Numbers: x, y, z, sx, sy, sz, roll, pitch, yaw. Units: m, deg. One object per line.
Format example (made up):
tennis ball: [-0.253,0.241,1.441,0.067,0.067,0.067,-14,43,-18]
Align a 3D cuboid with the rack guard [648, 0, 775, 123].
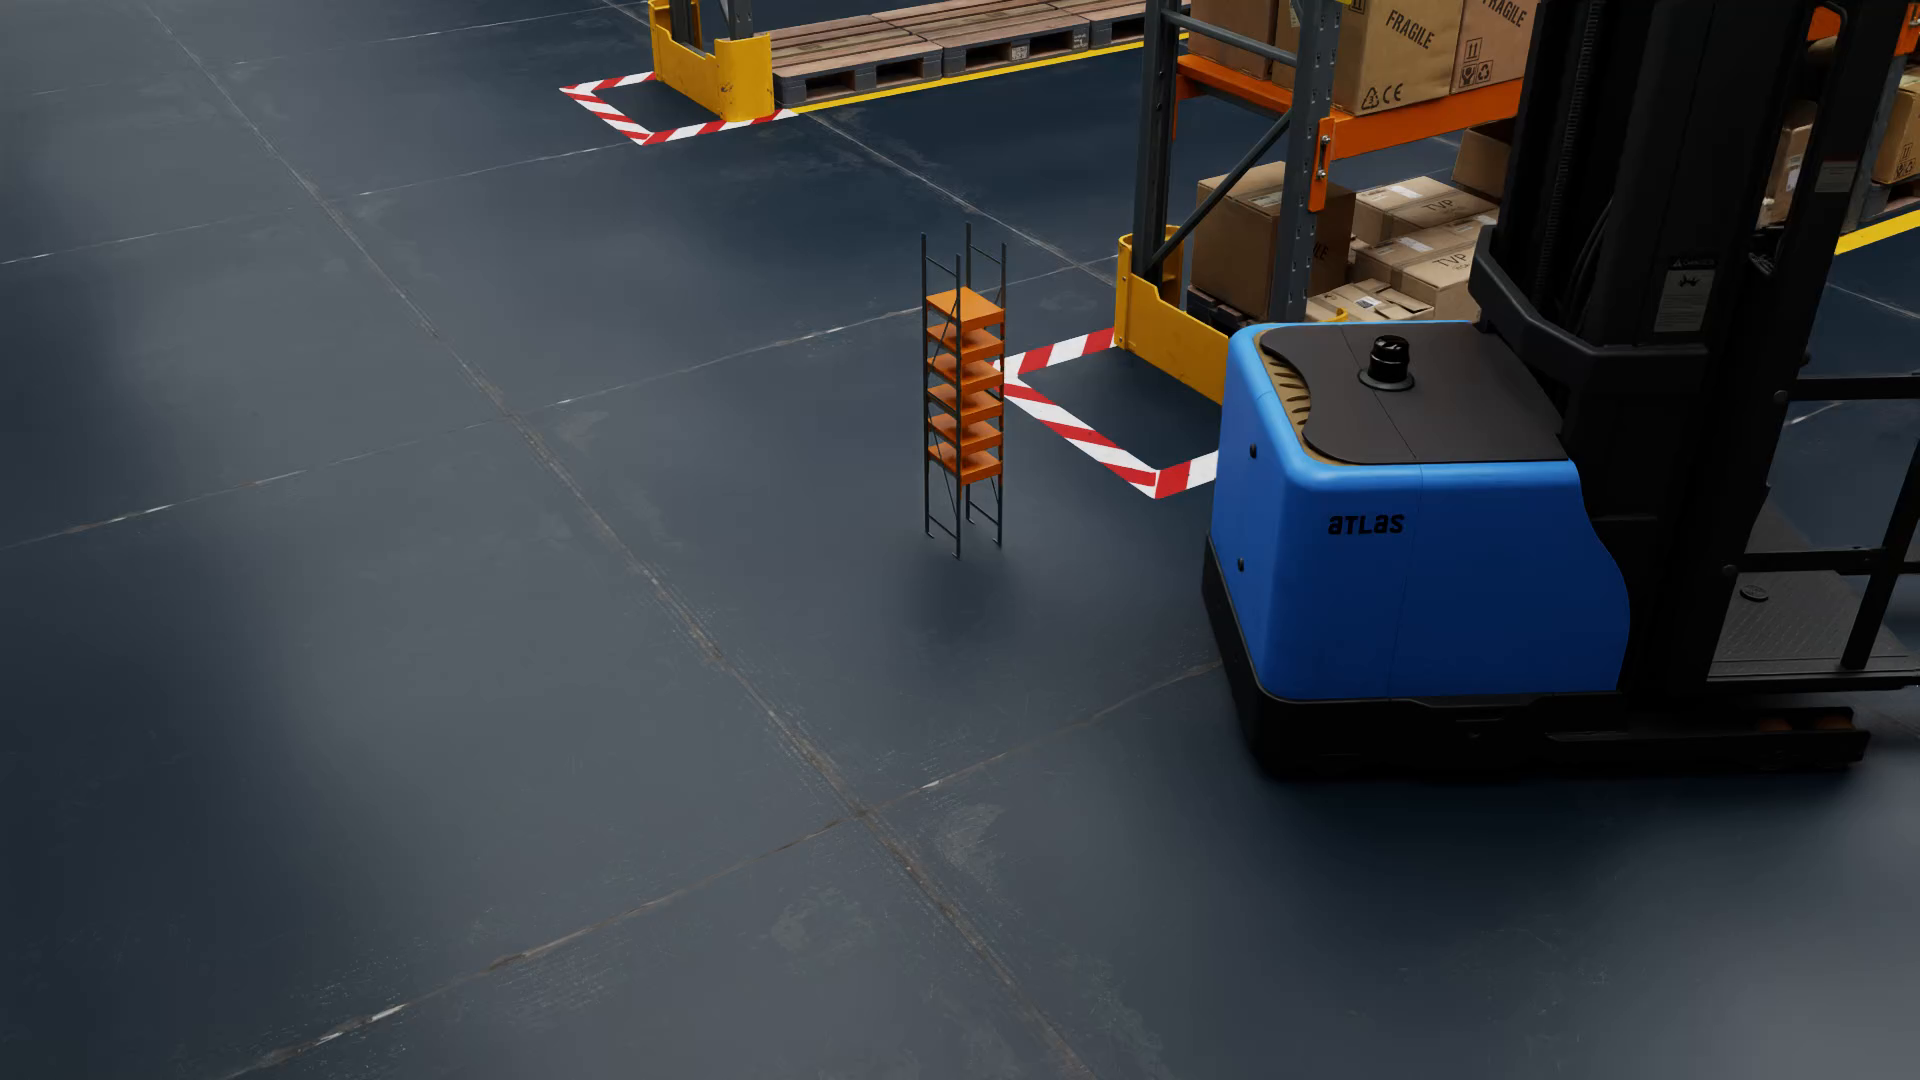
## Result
rack guard: [-1.610,-3.115,10.720,0.348,0.500,1.175,-19,37,-27]

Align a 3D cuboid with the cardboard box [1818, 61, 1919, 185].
cardboard box: [4.985,-2.279,8.981,0.500,0.500,0.500,-21,38,-29]

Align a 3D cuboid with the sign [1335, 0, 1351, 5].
sign: [1.378,-2.086,5.934,0.005,0.325,0.100,-19,37,-27]

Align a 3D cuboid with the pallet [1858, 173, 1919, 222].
pallet: [5.109,-2.192,9.527,1.213,0.211,1.003,-19,37,-27]

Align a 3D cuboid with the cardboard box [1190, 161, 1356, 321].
cardboard box: [1.408,-1.359,7.524,0.500,0.500,0.500,-19,37,-27]

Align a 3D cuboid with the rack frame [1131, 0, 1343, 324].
rack frame: [1.084,-1.963,6.550,0.127,3.000,1.000,-19,37,-27]

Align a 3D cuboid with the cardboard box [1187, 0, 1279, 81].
cardboard box: [1.313,-2.257,6.922,0.500,0.500,0.500,-18,36,-26]

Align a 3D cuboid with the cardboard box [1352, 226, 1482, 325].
cardboard box: [2.115,-1.161,7.443,0.500,0.250,0.500,-19,37,-27]

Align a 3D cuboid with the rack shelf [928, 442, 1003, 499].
rack shelf: [0.012,-0.271,6.088,0.180,0.103,0.258,-19,37,-27]

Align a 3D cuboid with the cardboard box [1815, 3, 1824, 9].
cardboard box: [3.733,-2.752,7.708,0.500,0.500,0.500,-18,36,-26]

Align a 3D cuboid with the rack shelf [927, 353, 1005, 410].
rack shelf: [0.012,-0.576,5.896,0.180,0.103,0.258,-19,37,-27]

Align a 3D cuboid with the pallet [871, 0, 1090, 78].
pallet: [0.142,-3.577,11.723,1.213,0.211,1.003,-19,37,-27]

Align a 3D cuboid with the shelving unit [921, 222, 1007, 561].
shelving unit: [0.012,-0.512,5.937,0.189,1.200,0.258,-19,37,-27]

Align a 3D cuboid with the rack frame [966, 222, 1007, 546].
rack frame: [0.089,-0.538,5.978,0.006,1.200,0.240,-19,37,-27]

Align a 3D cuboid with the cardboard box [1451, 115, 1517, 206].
cardboard box: [2.870,-1.704,8.067,0.637,0.503,0.797,-19,37,-27]

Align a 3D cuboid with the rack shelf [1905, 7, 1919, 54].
rack shelf: [6.127,-3.393,9.492,4.000,0.370,1.077,-19,37,-27]

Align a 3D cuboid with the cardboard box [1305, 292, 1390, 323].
cardboard box: [1.622,-0.910,7.141,0.250,0.149,0.380,-19,37,-27]

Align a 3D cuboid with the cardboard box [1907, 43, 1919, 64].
cardboard box: [5.427,-2.438,9.234,0.500,0.500,0.500,-18,37,-27]

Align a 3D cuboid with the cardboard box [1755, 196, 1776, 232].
cardboard box: [3.838,-1.672,8.349,0.250,0.149,0.380,-19,37,-27]

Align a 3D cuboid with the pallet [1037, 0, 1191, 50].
pallet: [1.169,-3.932,12.286,1.213,0.211,1.003,-19,37,-27]

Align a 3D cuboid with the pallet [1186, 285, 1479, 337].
pallet: [1.818,-1.036,7.695,1.213,0.211,1.003,-19,37,-27]

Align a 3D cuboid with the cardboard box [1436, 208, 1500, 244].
cardboard box: [2.535,-1.305,7.672,0.500,0.250,0.500,-19,37,-27]

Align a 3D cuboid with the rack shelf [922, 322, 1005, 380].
rack shelf: [0.012,-0.677,5.832,0.180,0.103,0.258,-19,37,-27]

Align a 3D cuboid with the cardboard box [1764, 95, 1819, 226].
cardboard box: [4.121,-1.956,8.470,0.500,0.500,0.500,-19,37,-27]

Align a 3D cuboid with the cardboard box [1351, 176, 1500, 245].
cardboard box: [2.222,-1.515,8.005,0.500,0.250,0.500,-19,37,-27]

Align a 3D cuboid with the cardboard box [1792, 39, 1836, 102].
cardboard box: [4.706,-2.519,9.363,0.500,0.500,0.500,-19,37,-28]

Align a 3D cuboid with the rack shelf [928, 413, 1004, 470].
rack shelf: [0.012,-0.373,6.024,0.180,0.103,0.258,-19,37,-27]

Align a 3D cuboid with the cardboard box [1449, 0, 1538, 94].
cardboard box: [2.031,-2.167,6.780,0.500,0.500,0.500,-19,37,-28]

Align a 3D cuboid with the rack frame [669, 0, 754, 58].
rack frame: [-1.596,-4.185,10.073,0.127,3.000,1.000,-19,37,-27]

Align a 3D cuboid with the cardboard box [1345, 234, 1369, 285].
cardboard box: [1.797,-1.295,7.735,0.250,0.166,0.380,-19,37,-27]

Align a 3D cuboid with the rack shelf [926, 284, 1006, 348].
rack shelf: [0.012,-0.779,5.768,0.180,0.103,0.258,-19,37,-27]

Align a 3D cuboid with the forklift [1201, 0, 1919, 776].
forklift: [2.380,-0.812,4.790,3.031,2.935,1.130,-2,32,-2]

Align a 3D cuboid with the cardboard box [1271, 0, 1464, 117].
cardboard box: [1.600,-2.015,6.540,0.500,0.500,0.500,-18,37,-26]

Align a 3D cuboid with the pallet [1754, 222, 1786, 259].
pallet: [3.868,-1.742,8.813,1.213,0.211,1.003,-19,37,-27]

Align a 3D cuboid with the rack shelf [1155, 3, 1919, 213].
rack shelf: [2.765,-2.237,7.659,4.000,0.370,1.077,-19,37,-27]

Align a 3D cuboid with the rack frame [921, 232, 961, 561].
rack frame: [-0.065,-0.485,5.895,0.006,1.200,0.240,-19,37,-27]

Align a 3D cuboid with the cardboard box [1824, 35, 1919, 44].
cardboard box: [5.126,-2.658,9.583,0.500,0.500,0.500,-19,37,-27]

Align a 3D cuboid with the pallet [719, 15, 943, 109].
pallet: [-0.882,-3.227,11.168,1.213,0.211,1.003,-19,37,-27]

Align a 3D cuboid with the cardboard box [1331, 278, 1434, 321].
cardboard box: [1.832,-0.990,7.251,0.250,0.166,0.380,-19,37,-27]

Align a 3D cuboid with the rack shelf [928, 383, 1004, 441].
rack shelf: [0.012,-0.474,5.960,0.180,0.103,0.258,-19,37,-27]

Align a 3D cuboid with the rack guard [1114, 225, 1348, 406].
rack guard: [1.148,-0.928,7.252,0.348,0.500,1.175,-19,37,-27]

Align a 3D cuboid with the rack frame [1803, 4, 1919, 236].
rack frame: [4.446,-3.119,8.383,0.127,3.000,1.000,-19,37,-27]
